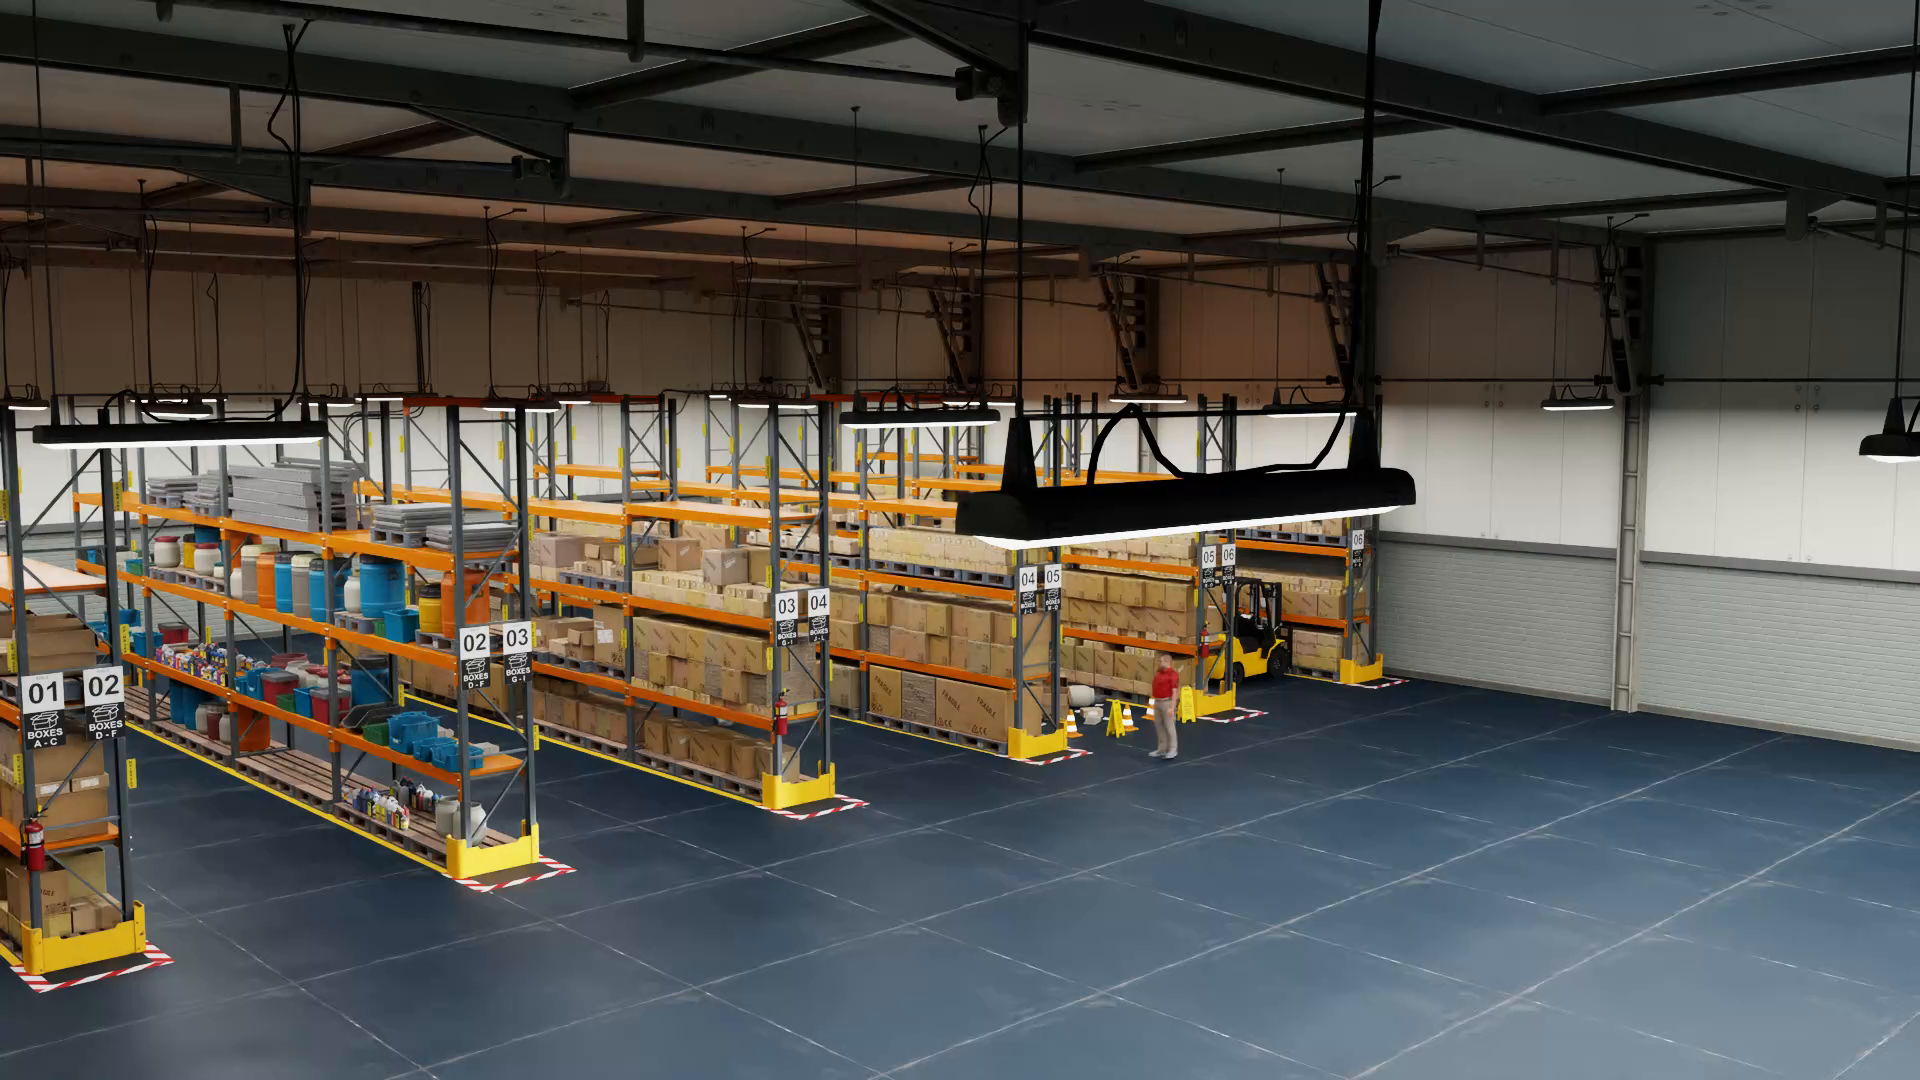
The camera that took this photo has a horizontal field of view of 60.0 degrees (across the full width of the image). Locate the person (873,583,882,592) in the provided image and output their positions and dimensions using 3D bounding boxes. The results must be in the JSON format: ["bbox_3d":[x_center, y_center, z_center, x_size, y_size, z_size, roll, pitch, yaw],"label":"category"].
[{"bbox_3d":[-1.678,1.781,34.880,0.589,1.777,0.450,0,6,-2],"label":"person"}]

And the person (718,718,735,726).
[{"bbox_3d":[-4.291,2.486,30.498,0.353,1.802,0.599,-1,6,-13],"label":"person"}]

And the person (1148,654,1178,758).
[{"bbox_3d":[3.428,2.784,27.874,0.420,1.747,0.626,-4,7,-34],"label":"person"}]
